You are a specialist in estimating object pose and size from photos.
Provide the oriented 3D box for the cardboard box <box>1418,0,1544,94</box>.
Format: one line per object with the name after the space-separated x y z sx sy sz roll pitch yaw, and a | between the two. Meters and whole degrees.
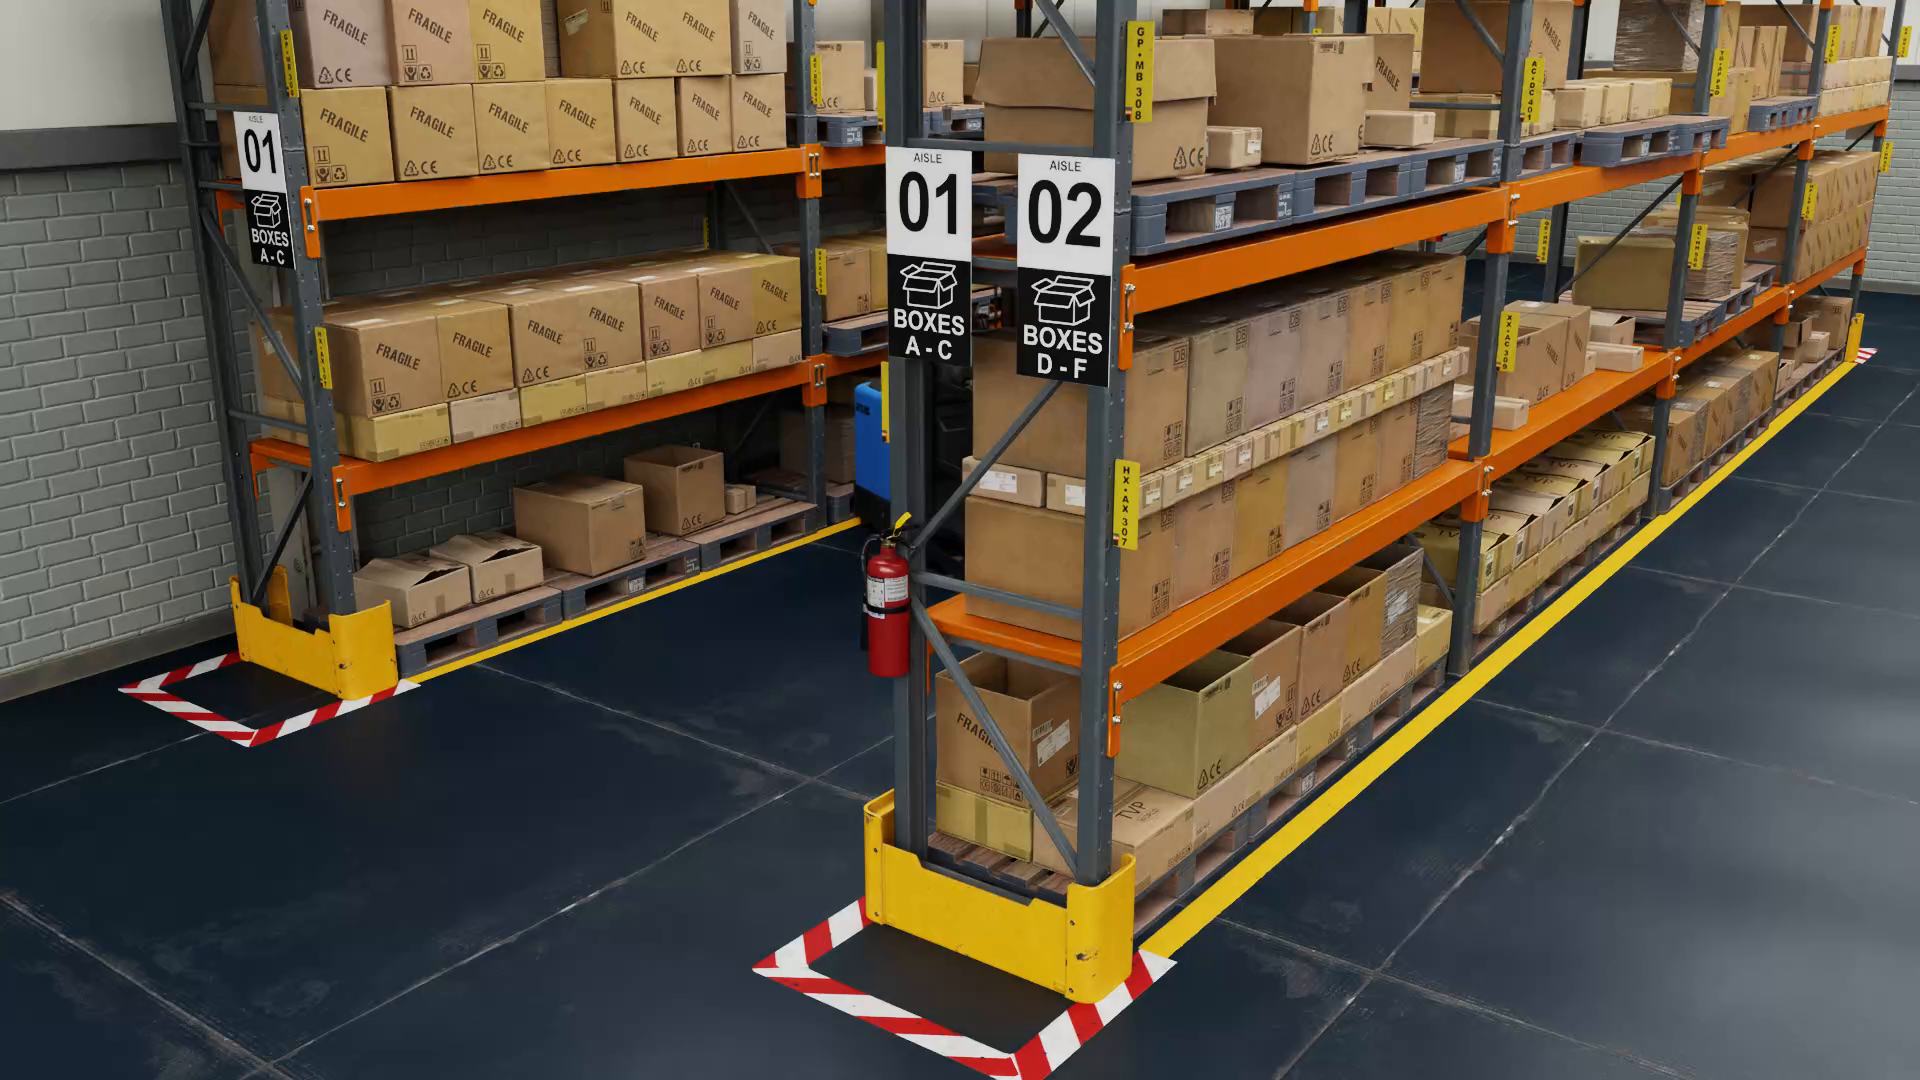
2.940 -2.787 9.384 0.500 0.500 0.500 13 21 35 | cardboard box

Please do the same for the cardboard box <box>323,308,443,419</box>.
-3.297 -1.006 9.381 0.500 0.500 0.500 12 21 35 | cardboard box

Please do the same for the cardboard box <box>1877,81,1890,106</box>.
9.597 -4.778 17.767 0.500 0.250 0.500 12 21 35 | cardboard box

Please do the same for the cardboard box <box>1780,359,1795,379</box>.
8.239 -1.760 16.889 0.380 0.166 0.250 12 21 35 | cardboard box

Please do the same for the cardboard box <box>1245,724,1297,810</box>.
1.249 1.010 7.861 0.500 0.250 0.500 12 21 35 | cardboard box

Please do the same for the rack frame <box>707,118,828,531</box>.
-1.439 -1.602 12.346 1.000 3.000 0.127 12 21 35 | rack frame

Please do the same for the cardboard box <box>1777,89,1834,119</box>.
7.796 -4.066 15.475 0.500 0.250 0.500 12 21 35 | cardboard box

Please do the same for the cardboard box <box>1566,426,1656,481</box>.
4.810 -0.668 12.318 0.500 0.311 0.500 13 22 36 | cardboard box

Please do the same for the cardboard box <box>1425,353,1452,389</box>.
2.402 -0.924 8.900 0.380 0.149 0.250 12 21 34 | cardboard box

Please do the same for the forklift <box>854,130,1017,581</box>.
0.367 -1.233 11.272 1.130 2.935 3.031 -10 20 -28 | forklift

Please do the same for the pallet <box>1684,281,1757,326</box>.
6.080 -2.053 14.120 1.003 0.211 1.213 12 21 35 | pallet

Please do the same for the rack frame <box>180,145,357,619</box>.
-3.823 -0.650 9.278 1.000 3.000 0.127 12 21 35 | rack frame

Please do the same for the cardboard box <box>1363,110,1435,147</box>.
2.042 -1.972 7.958 0.380 0.149 0.250 12 21 35 | cardboard box

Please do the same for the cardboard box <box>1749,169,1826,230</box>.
7.815 -3.221 15.704 0.500 0.500 0.500 13 22 36 | cardboard box

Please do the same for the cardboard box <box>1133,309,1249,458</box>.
0.787 -0.690 7.053 0.700 0.500 0.500 12 21 33 | cardboard box

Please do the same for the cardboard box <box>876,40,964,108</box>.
-0.314 -3.693 13.143 0.500 0.500 0.500 12 21 33 | cardboard box

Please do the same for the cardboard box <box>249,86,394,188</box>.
-3.423 -2.175 8.929 0.500 0.500 0.500 13 22 36 | cardboard box

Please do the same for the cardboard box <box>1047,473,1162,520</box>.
0.565 -0.188 6.529 0.380 0.149 0.250 12 21 34 | cardboard box

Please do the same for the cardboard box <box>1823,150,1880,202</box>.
9.647 -3.957 18.073 0.500 0.500 0.500 12 21 34 | cardboard box

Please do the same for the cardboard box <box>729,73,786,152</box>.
-1.543 -2.928 11.353 0.500 0.500 0.500 13 22 36 | cardboard box

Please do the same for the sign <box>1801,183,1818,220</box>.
7.756 -3.089 15.181 0.100 0.325 0.005 12 21 35 | sign

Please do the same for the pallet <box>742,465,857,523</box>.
-0.977 -0.456 13.357 1.003 0.211 1.213 12 21 35 | pallet

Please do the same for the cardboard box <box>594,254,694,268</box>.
-2.198 -1.701 11.618 0.500 0.500 0.500 12 21 34 | cardboard box

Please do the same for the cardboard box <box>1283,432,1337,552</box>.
1.367 -0.301 7.987 0.700 0.500 0.500 13 22 36 | cardboard box

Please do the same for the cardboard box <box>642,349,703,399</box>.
-2.069 -1.134 11.057 0.500 0.250 0.500 12 21 34 | cardboard box

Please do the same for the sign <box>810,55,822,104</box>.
-0.999 -3.188 11.521 0.100 0.325 0.005 12 21 35 | sign

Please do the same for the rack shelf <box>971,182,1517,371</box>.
1.350 -1.340 7.658 1.077 0.370 4.000 12 21 35 | rack shelf

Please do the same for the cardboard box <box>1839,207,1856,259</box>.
9.035 -3.237 17.441 0.500 0.500 0.500 13 21 35 | cardboard box

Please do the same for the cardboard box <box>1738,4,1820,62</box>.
7.567 -4.714 15.452 0.700 0.500 0.500 12 21 35 | cardboard box

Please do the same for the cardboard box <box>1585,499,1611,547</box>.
4.201 -0.157 11.620 0.500 0.250 0.500 13 21 36 | cardboard box

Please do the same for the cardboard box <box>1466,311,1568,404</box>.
3.624 -1.200 10.883 0.500 0.500 0.500 12 21 35 | cardboard box

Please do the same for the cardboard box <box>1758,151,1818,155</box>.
8.910 -3.926 17.975 0.500 0.500 0.500 13 21 35 | cardboard box

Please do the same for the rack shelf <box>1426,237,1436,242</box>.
4.519 -3.641 20.122 1.077 0.370 4.000 12 21 35 | rack shelf

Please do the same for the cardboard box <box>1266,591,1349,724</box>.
1.552 0.534 8.130 0.500 0.500 0.500 12 21 35 | cardboard box

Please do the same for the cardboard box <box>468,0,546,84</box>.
-2.762 -2.900 9.580 0.500 0.500 0.500 13 22 36 | cardboard box

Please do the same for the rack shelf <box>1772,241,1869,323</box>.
8.500 -2.766 17.306 1.077 0.370 4.000 12 21 35 | rack shelf

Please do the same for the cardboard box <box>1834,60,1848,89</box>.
8.094 -4.424 15.785 0.500 0.250 0.500 12 21 35 | cardboard box

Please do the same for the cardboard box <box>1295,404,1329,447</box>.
1.481 -0.554 7.708 0.380 0.149 0.250 13 21 35 | cardboard box

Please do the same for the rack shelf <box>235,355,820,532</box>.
-2.631 -0.782 10.918 1.077 0.370 4.000 12 21 35 | rack shelf

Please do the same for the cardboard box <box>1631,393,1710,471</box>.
5.733 -0.881 13.494 0.500 0.500 0.500 12 21 33 | cardboard box

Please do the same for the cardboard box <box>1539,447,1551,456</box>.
4.070 -0.636 12.218 0.500 0.311 0.500 12 21 33 | cardboard box

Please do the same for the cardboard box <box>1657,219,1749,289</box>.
6.305 -2.450 14.198 0.700 0.500 0.500 7 19 21 | cardboard box

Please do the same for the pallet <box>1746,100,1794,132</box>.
6.248 -3.586 13.991 1.213 0.211 1.003 12 21 35 | pallet

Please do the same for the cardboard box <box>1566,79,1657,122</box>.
4.402 -2.996 11.320 0.500 0.250 0.500 13 22 36 | cardboard box

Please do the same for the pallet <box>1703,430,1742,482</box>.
6.127 -0.809 14.494 1.003 0.211 1.213 12 21 35 | pallet

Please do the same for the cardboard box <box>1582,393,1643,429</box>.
5.293 -0.961 13.754 0.500 0.500 0.500 13 22 37 | cardboard box

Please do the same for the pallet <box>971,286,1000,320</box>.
-0.203 -1.985 13.901 1.003 0.211 1.213 12 21 35 | pallet

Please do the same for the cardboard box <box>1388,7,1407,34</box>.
4.883 -5.962 19.439 0.500 0.500 0.500 11 21 32 | cardboard box

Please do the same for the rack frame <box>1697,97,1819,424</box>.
7.308 -2.633 15.666 1.000 3.000 0.127 12 21 35 | rack frame

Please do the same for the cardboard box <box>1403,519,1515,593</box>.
2.988 0.062 9.967 0.500 0.311 0.500 13 21 35 | cardboard box

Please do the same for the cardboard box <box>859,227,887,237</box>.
-0.403 -2.270 13.584 0.700 0.500 0.500 16 24 42 | cardboard box

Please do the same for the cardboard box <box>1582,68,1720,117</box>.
5.157 -3.271 12.492 0.910 0.500 0.500 12 21 35 | cardboard box

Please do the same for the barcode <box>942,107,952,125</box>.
-0.050 -1.642 6.437 0.001 0.075 0.075 12 21 35 | barcode

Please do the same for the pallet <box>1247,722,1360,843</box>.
1.307 1.078 8.418 1.003 0.211 1.213 12 21 35 | pallet

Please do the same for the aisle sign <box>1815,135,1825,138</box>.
9.496 -4.896 18.567 0.394 0.787 0.004 12 21 35 | aisle sign

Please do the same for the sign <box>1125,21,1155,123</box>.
0.600 -1.563 5.555 0.100 0.325 0.005 12 21 35 | sign

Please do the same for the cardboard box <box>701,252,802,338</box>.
-1.473 -1.731 11.715 0.500 0.500 0.500 12 21 35 | cardboard box
